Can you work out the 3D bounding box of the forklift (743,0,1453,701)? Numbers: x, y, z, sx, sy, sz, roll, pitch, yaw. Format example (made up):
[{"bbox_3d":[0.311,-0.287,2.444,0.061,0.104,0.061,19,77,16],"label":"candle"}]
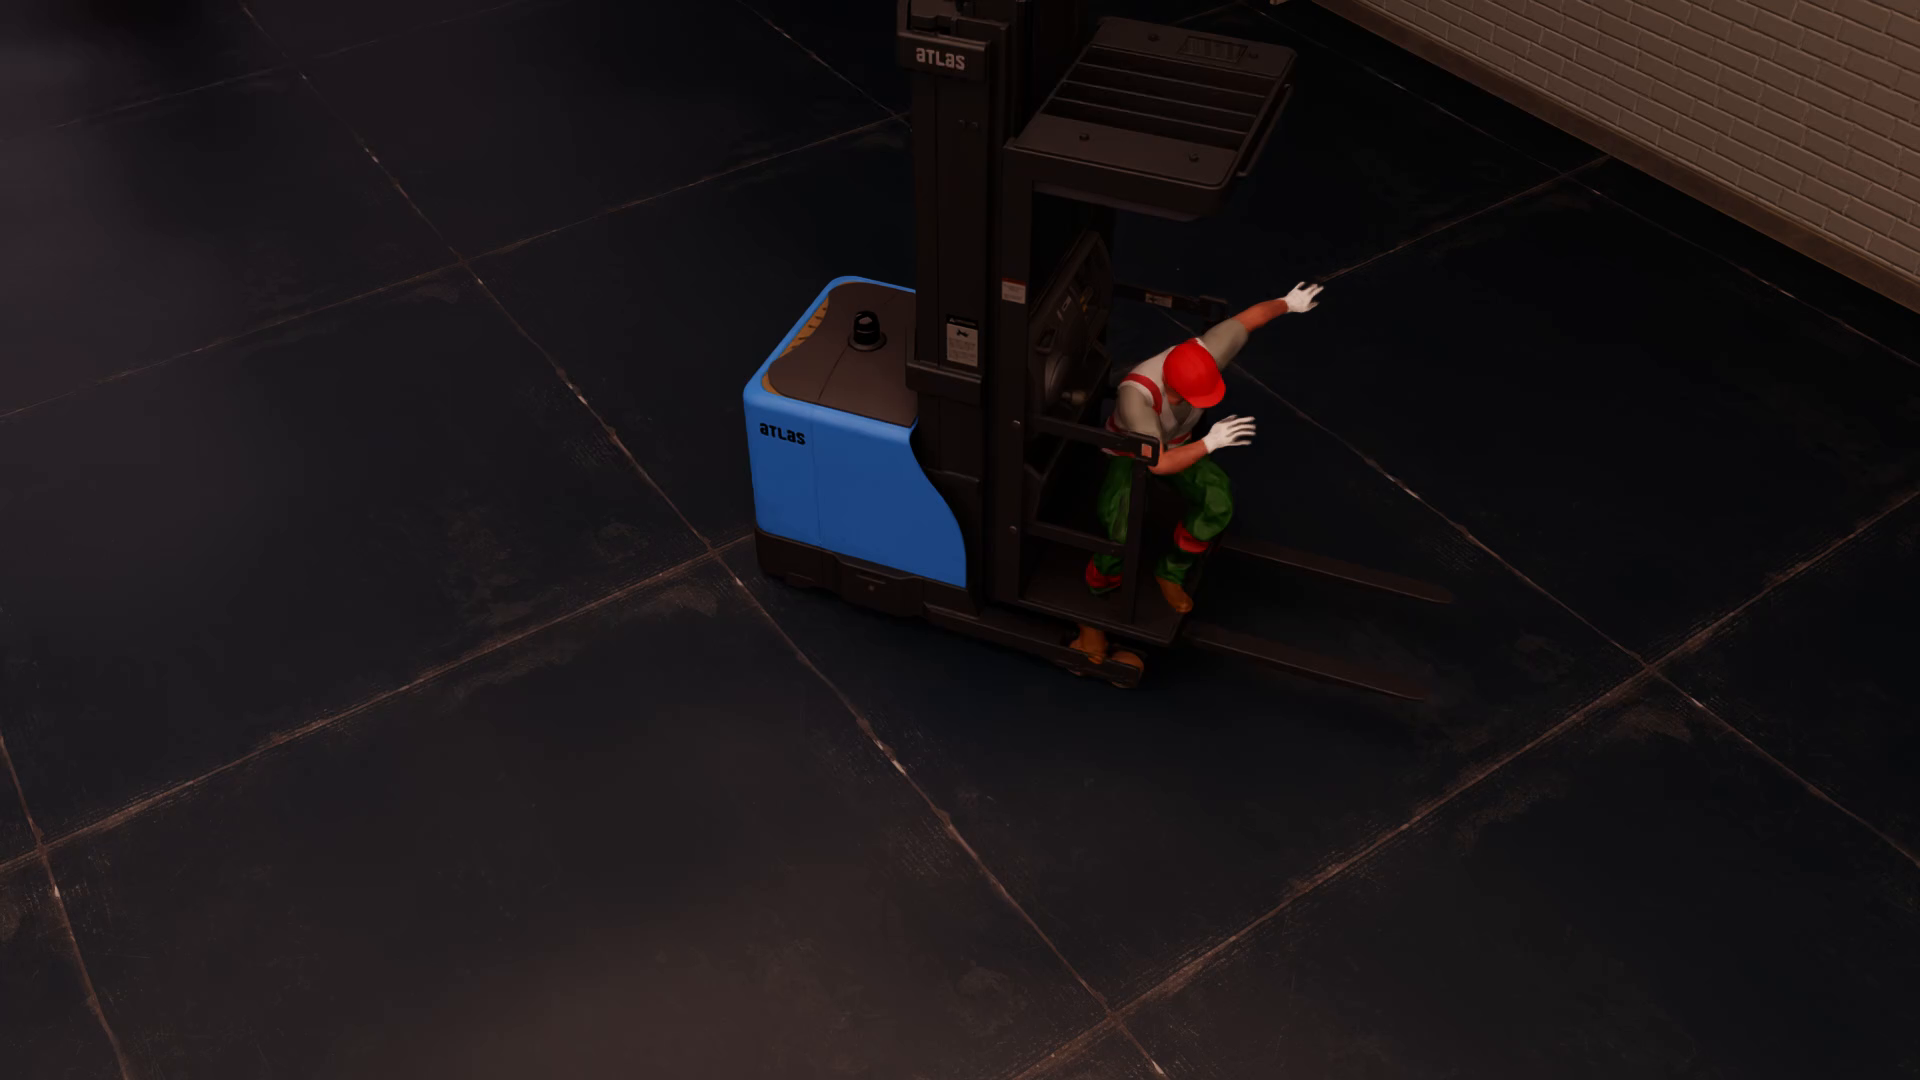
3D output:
[{"bbox_3d":[0.634,-0.848,6.635,3.031,2.935,1.130,15,45,16],"label":"forklift"}]

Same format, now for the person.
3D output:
[{"bbox_3d":[1.042,-0.348,7.038,1.368,1.413,0.761,-18,46,-19],"label":"person"}]
